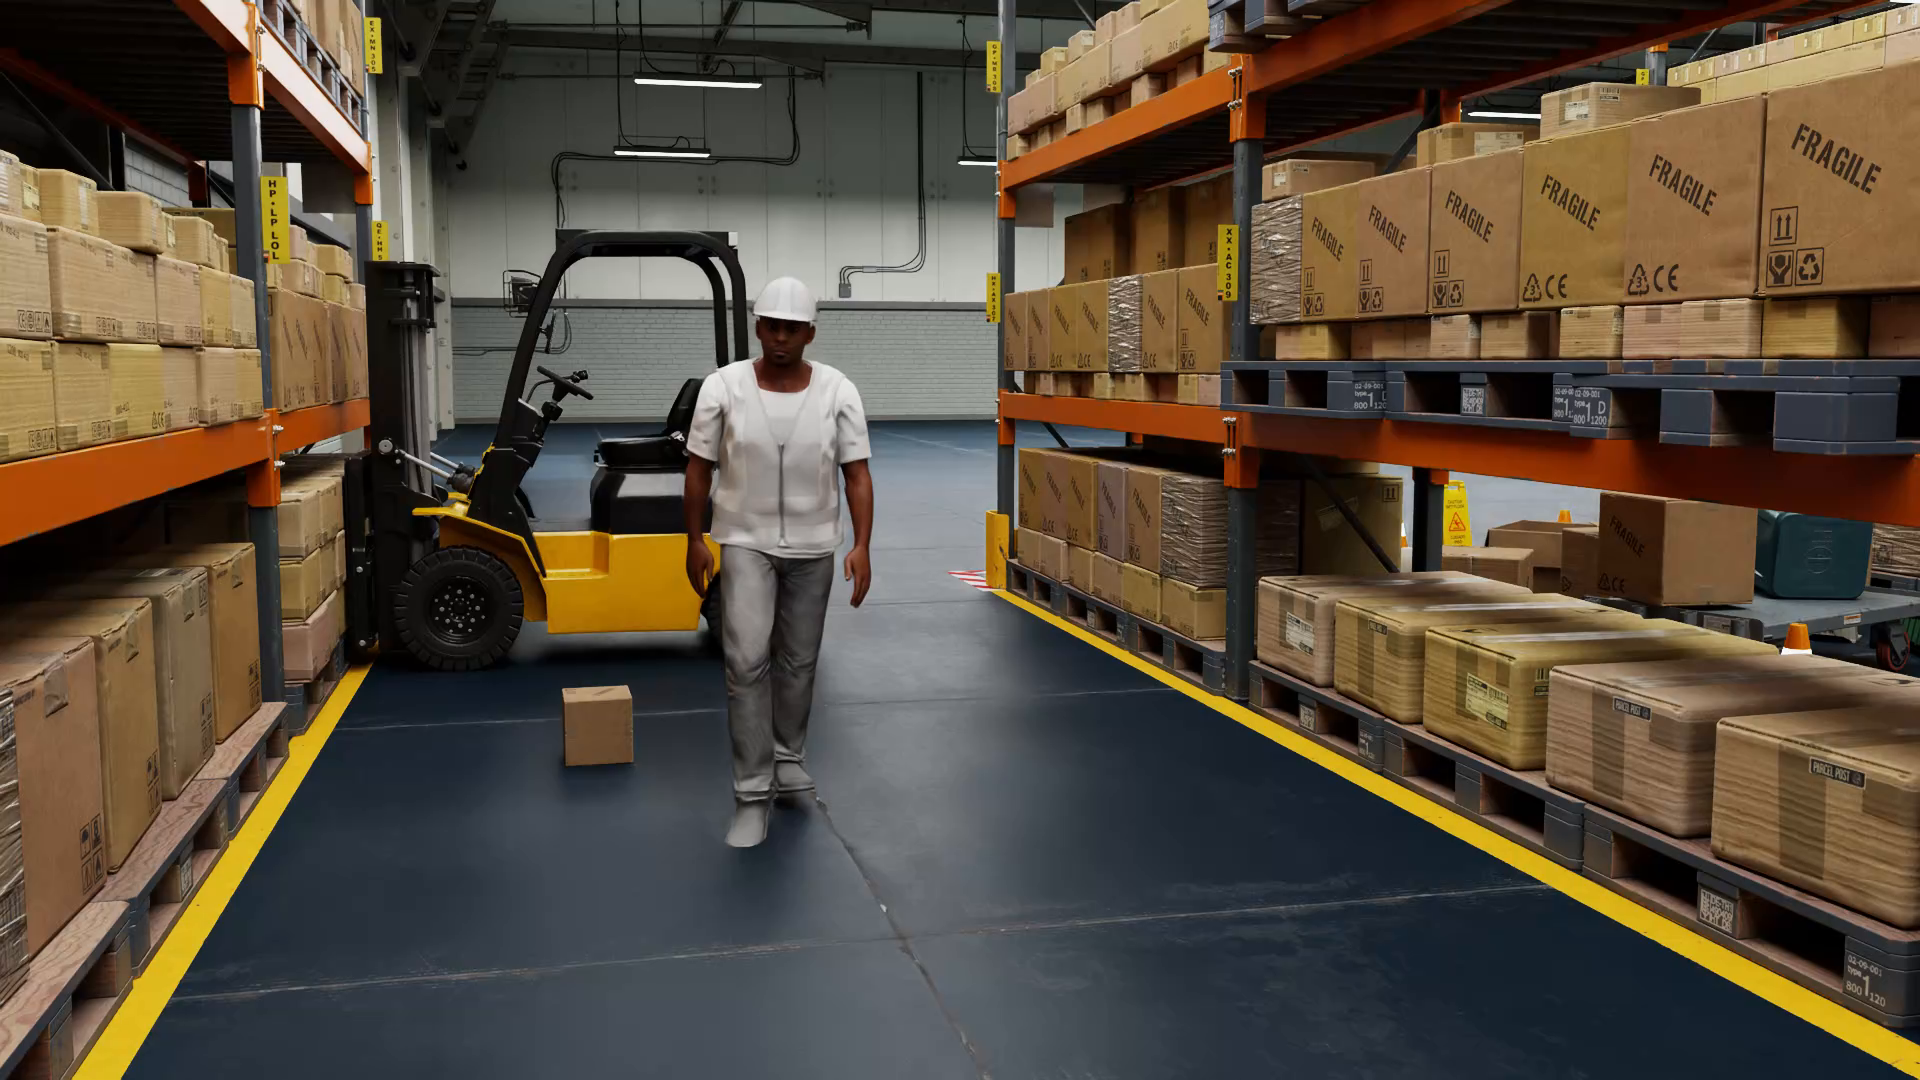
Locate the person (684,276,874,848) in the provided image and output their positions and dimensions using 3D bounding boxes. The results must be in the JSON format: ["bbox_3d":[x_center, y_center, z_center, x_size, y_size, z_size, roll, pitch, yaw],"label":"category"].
[{"bbox_3d":[-0.594,0.062,5.447,0.598,1.825,0.703,-2,6,-14],"label":"person"}]
